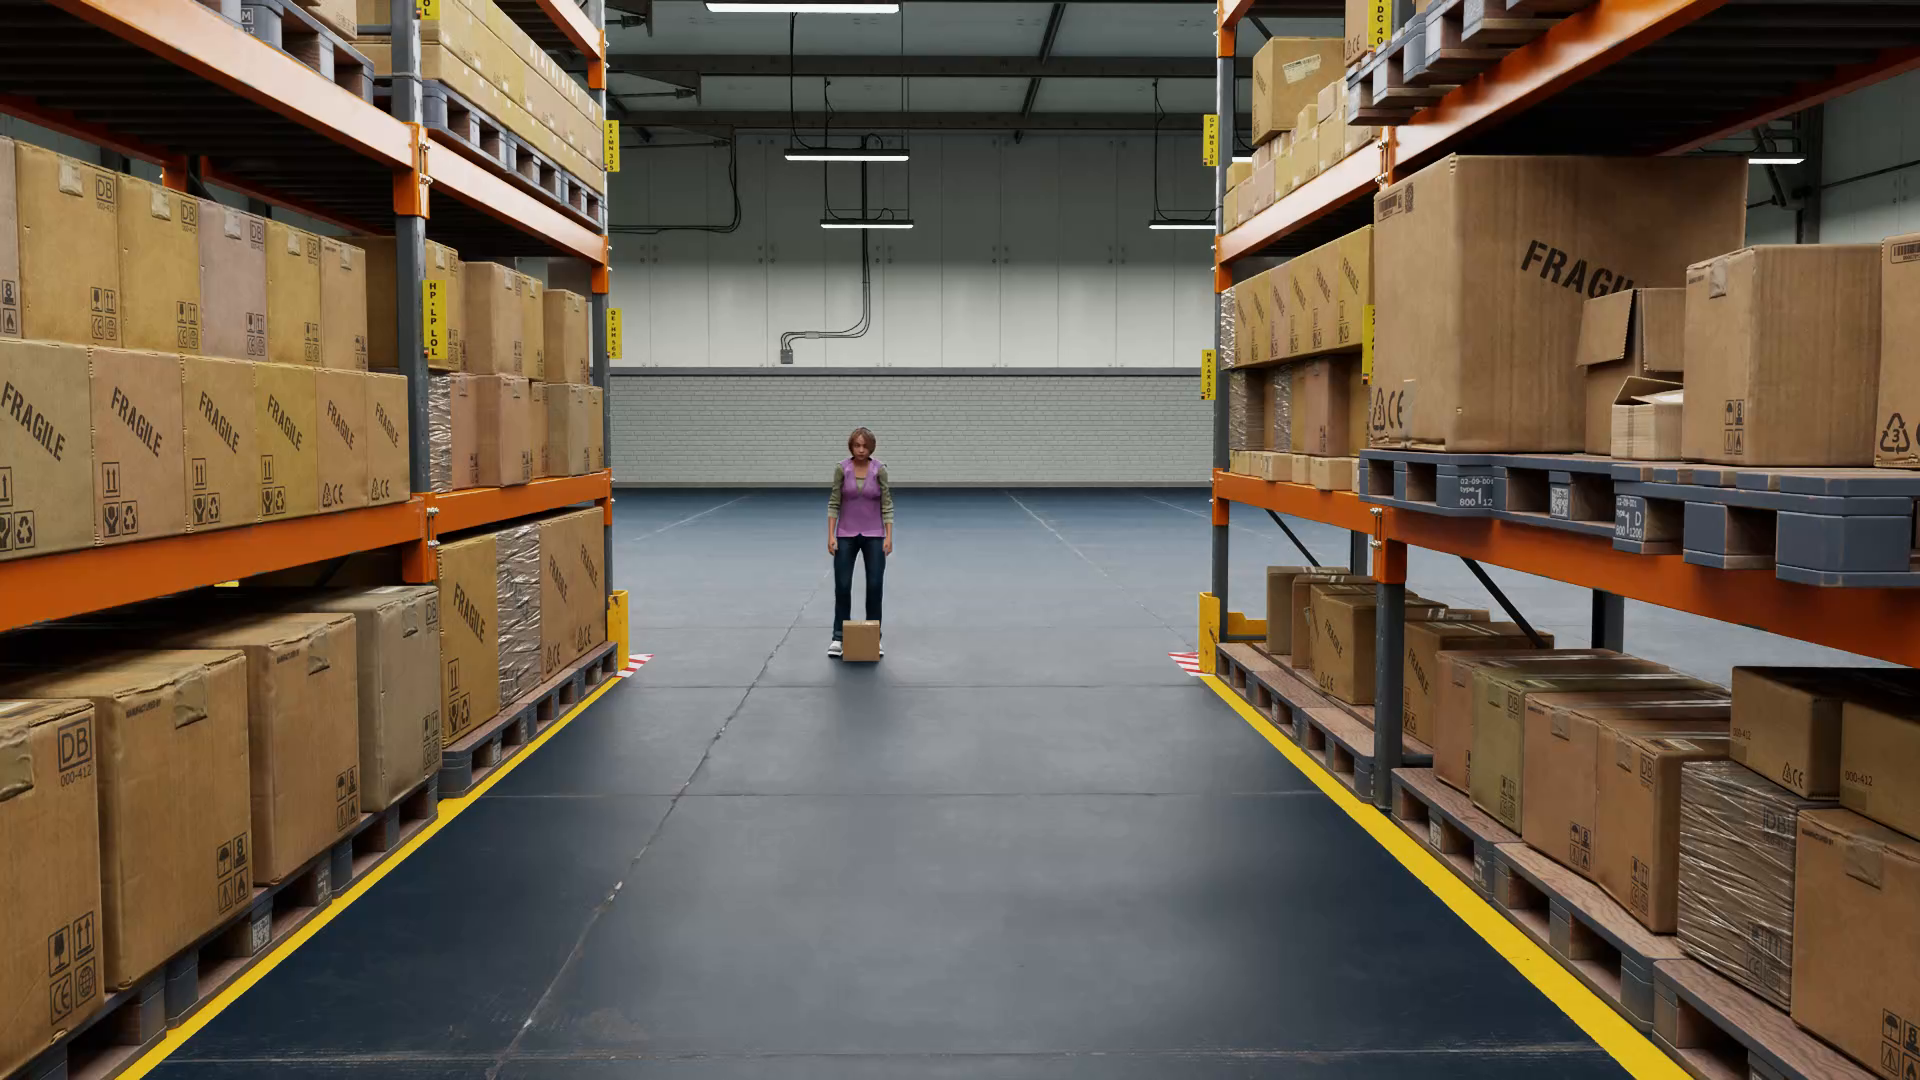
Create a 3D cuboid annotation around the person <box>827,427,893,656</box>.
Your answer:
[{"bbox_3d":[-0.696,0.007,11.626,0.463,1.593,0.345,0,4,-1],"label":"person"}]
